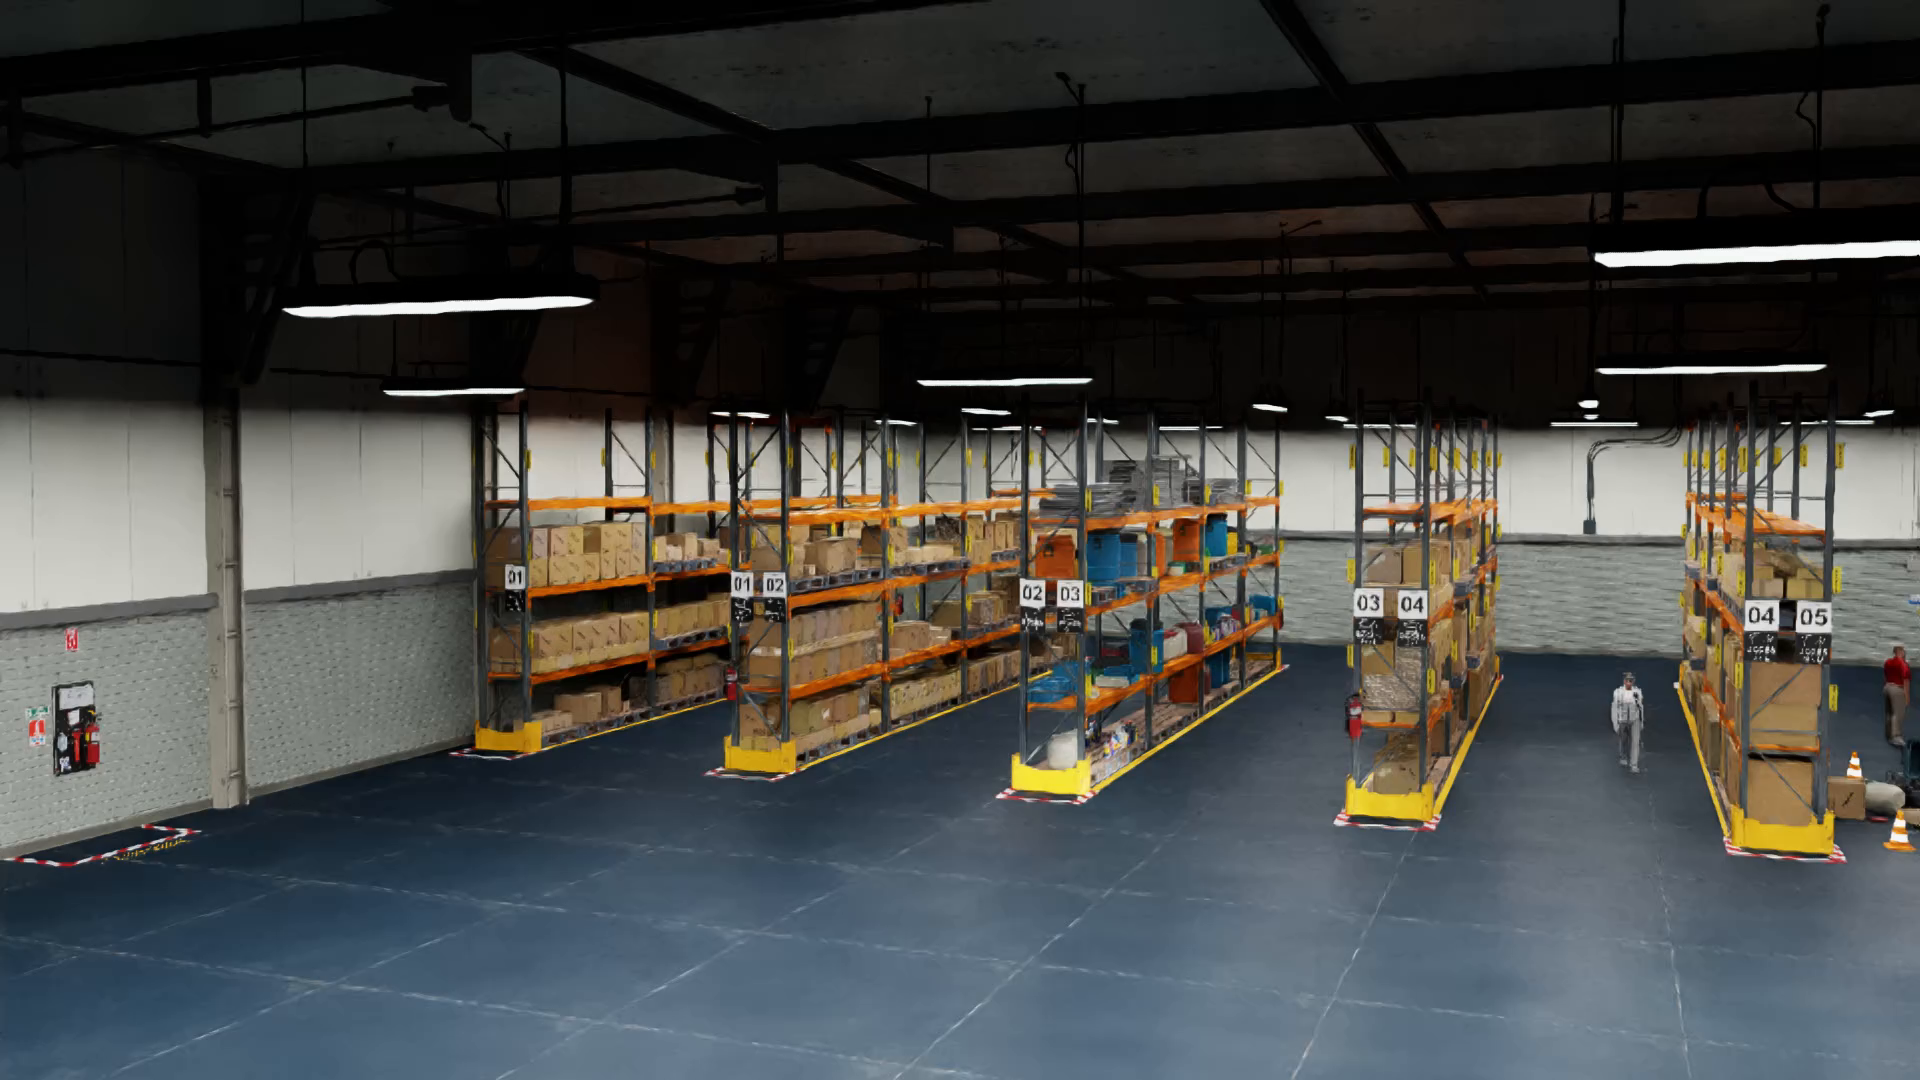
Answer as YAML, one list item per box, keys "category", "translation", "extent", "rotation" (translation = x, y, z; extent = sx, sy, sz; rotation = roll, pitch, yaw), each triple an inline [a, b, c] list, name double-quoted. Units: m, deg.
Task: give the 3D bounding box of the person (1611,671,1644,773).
- category: "person"
  translation: [10.721, 2.887, 26.709]
  extent: [0.495, 1.589, 1.086]
  rotation: [1, 3, 23]

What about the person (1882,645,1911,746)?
- category: "person"
  translation: [16.481, 2.703, 29.168]
  extent: [0.476, 1.738, 0.627]
  rotation: [0, 3, -6]
